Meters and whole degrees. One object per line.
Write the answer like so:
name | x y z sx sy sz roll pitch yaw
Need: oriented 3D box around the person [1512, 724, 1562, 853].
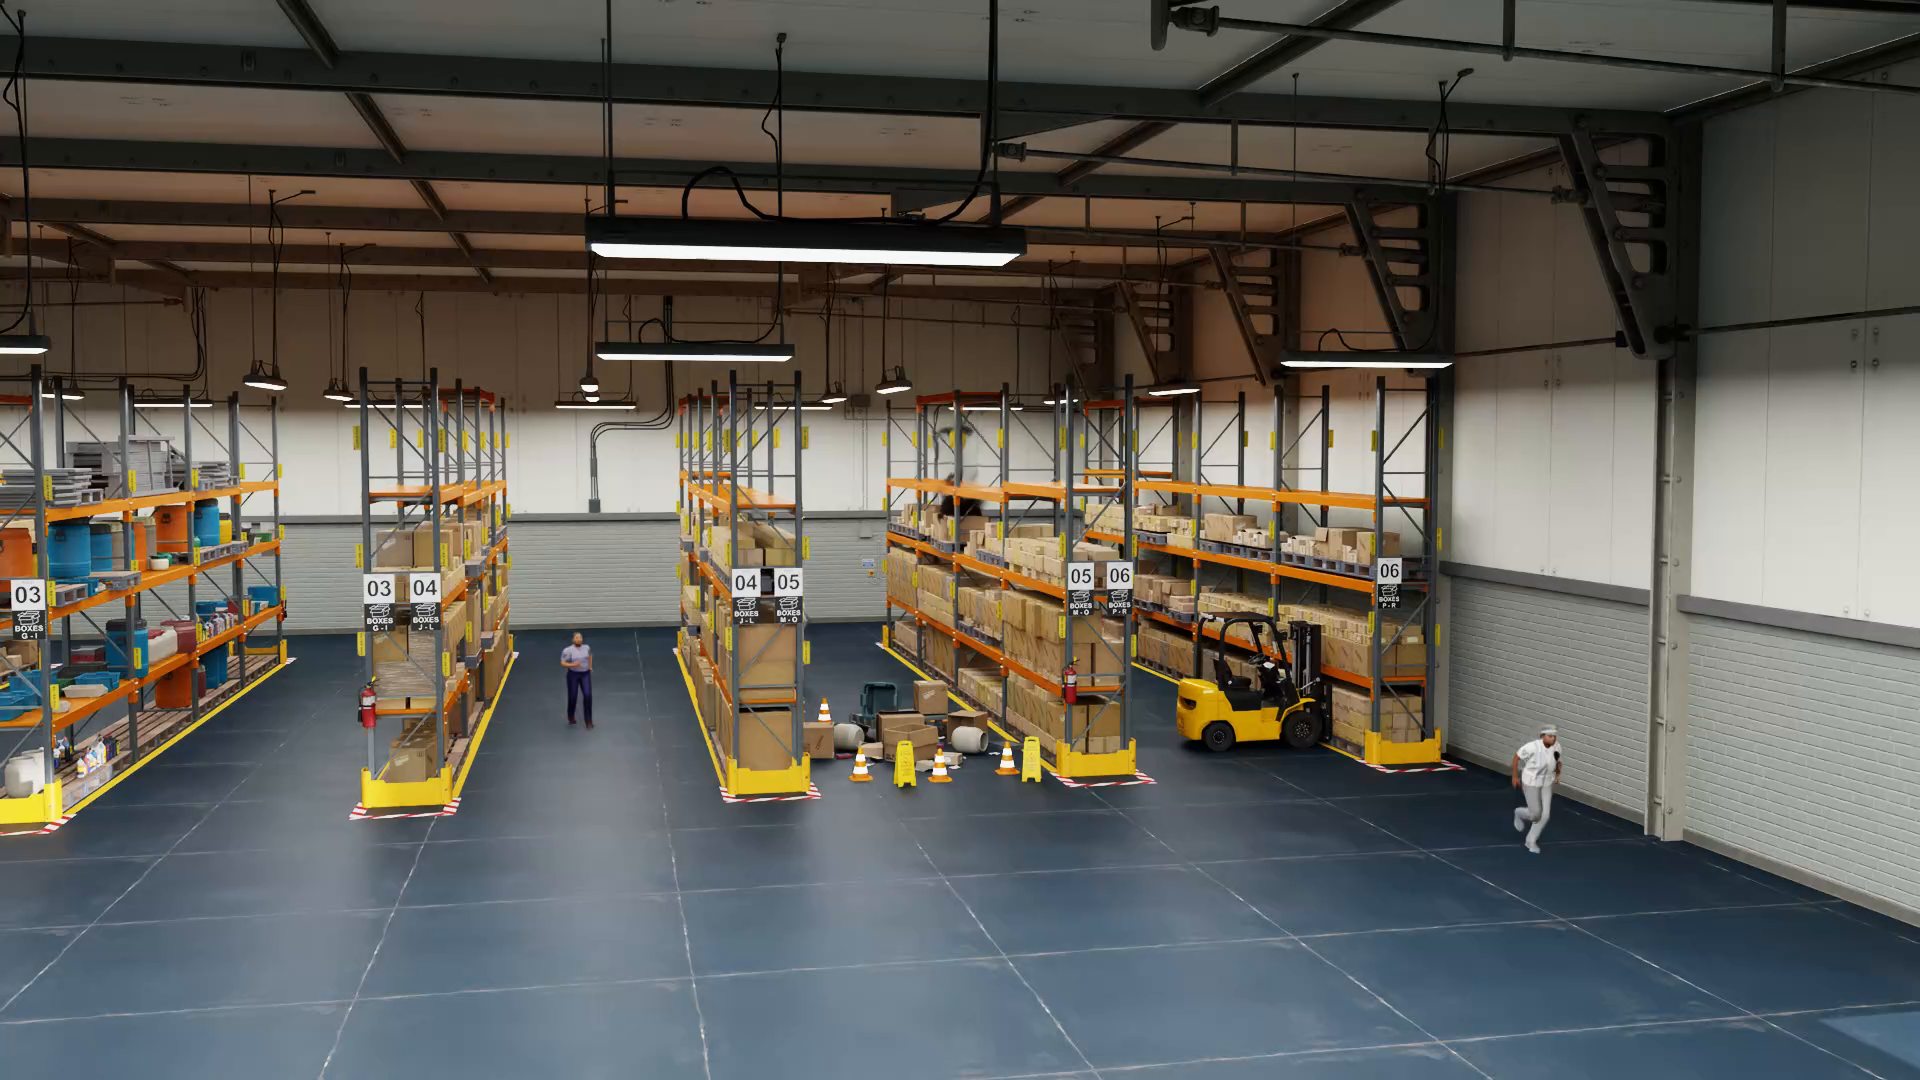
person | 7.061 3.007 20.364 0.565 1.620 0.709 -1 4 -16

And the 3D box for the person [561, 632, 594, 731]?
person | -6.682 2.443 29.022 0.577 1.692 0.829 -2 4 -25

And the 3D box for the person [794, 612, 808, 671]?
person | -3.532 2.050 34.929 0.651 1.807 0.740 -1 3 -9
